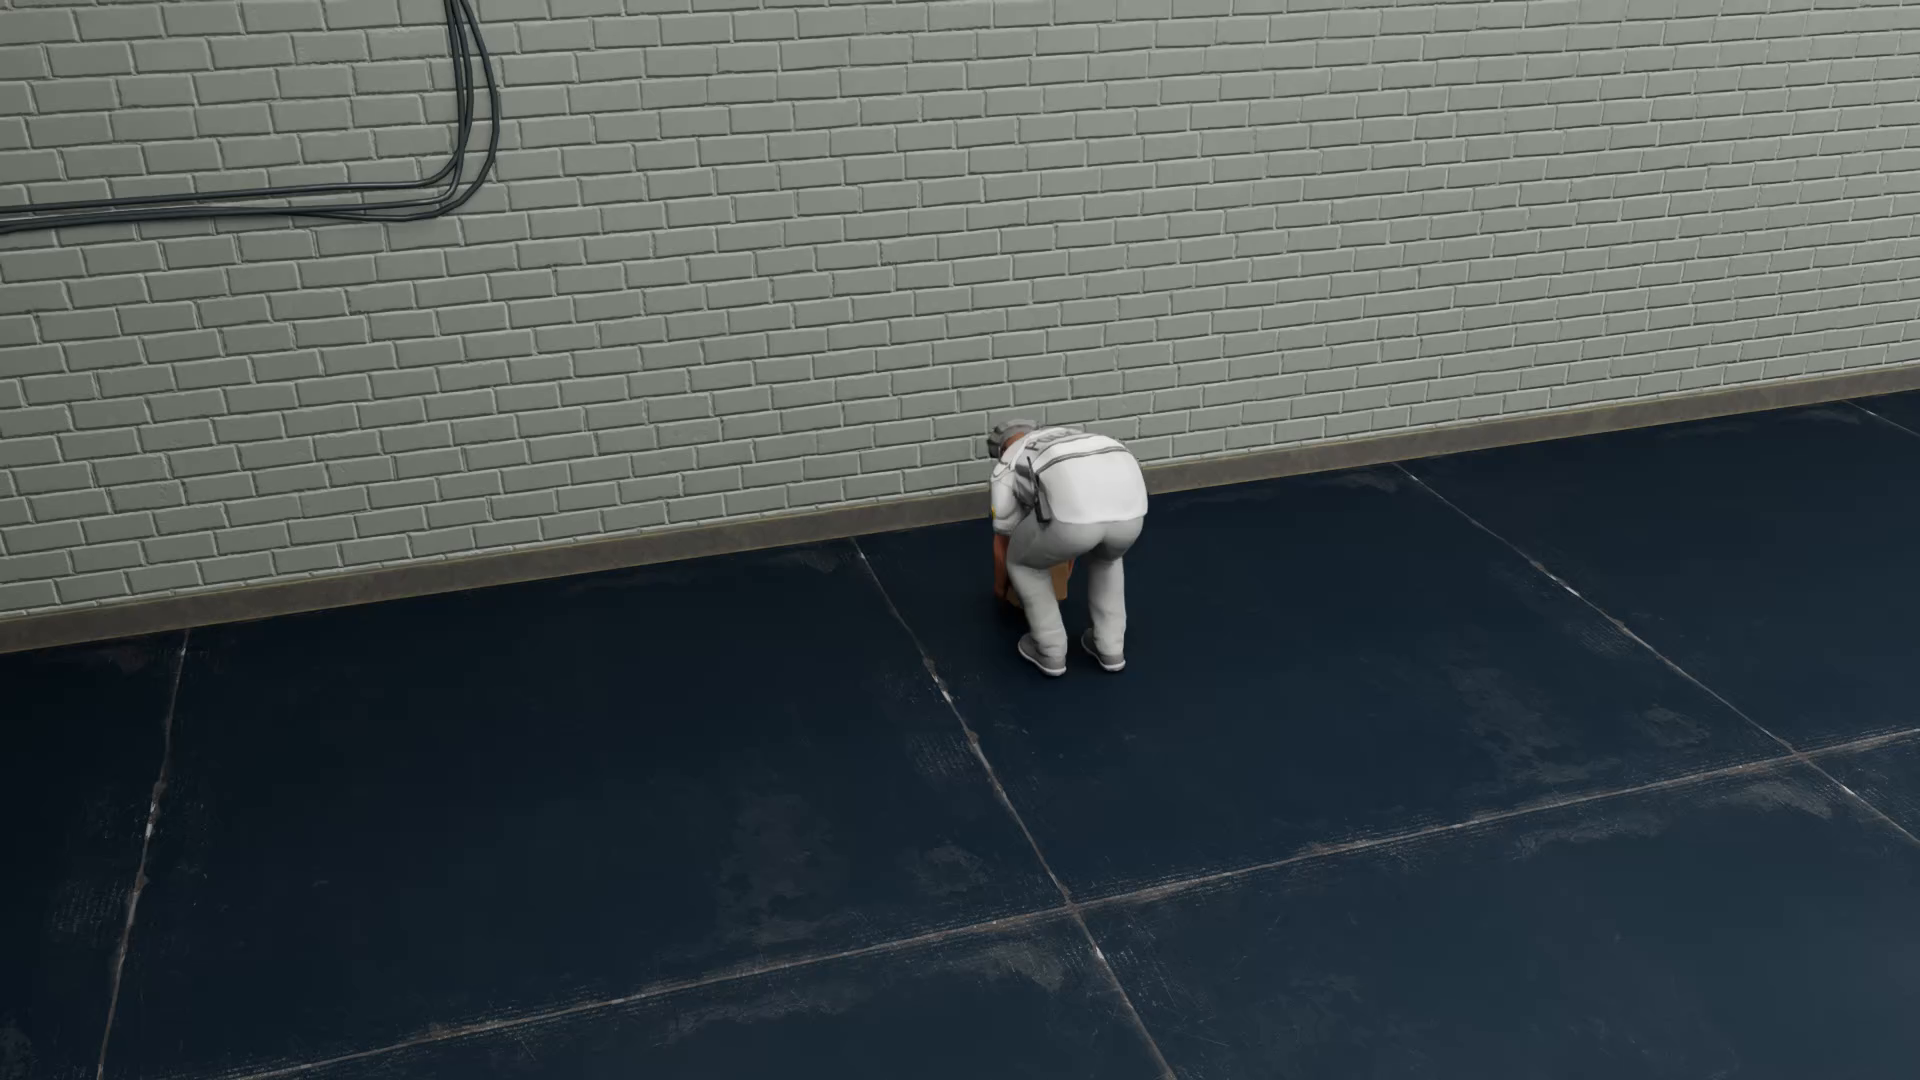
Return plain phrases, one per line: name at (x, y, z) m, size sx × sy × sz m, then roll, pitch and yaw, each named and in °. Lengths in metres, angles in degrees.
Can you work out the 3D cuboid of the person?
person at (0.412, -0.023, 6.987) m, size 0.516 × 1.017 × 1.030 m, roll -10°, pitch 28°, yaw -19°
